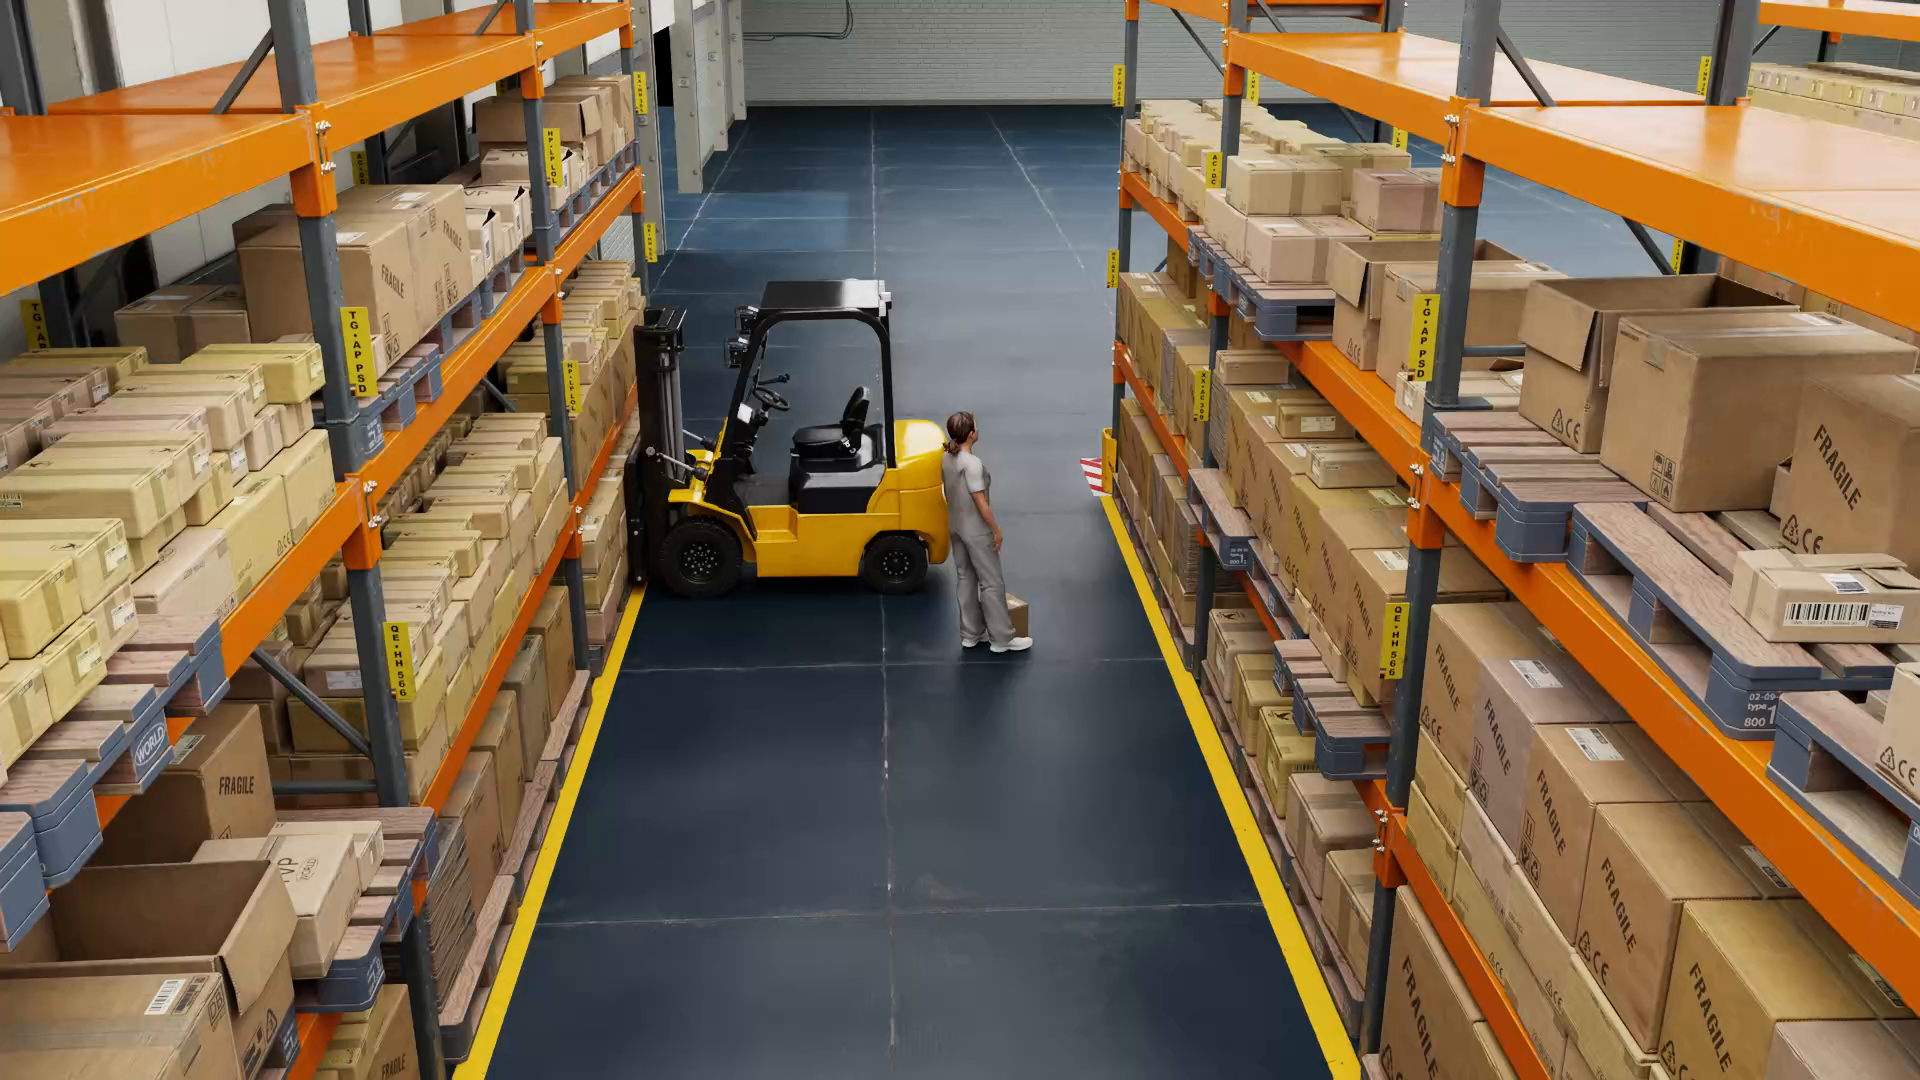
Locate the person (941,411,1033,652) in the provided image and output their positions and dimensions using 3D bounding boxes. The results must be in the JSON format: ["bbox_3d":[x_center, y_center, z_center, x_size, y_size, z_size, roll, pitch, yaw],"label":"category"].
[{"bbox_3d":[0.141,-0.072,11.246,0.550,1.677,0.550,-12,24,-30],"label":"person"}]
